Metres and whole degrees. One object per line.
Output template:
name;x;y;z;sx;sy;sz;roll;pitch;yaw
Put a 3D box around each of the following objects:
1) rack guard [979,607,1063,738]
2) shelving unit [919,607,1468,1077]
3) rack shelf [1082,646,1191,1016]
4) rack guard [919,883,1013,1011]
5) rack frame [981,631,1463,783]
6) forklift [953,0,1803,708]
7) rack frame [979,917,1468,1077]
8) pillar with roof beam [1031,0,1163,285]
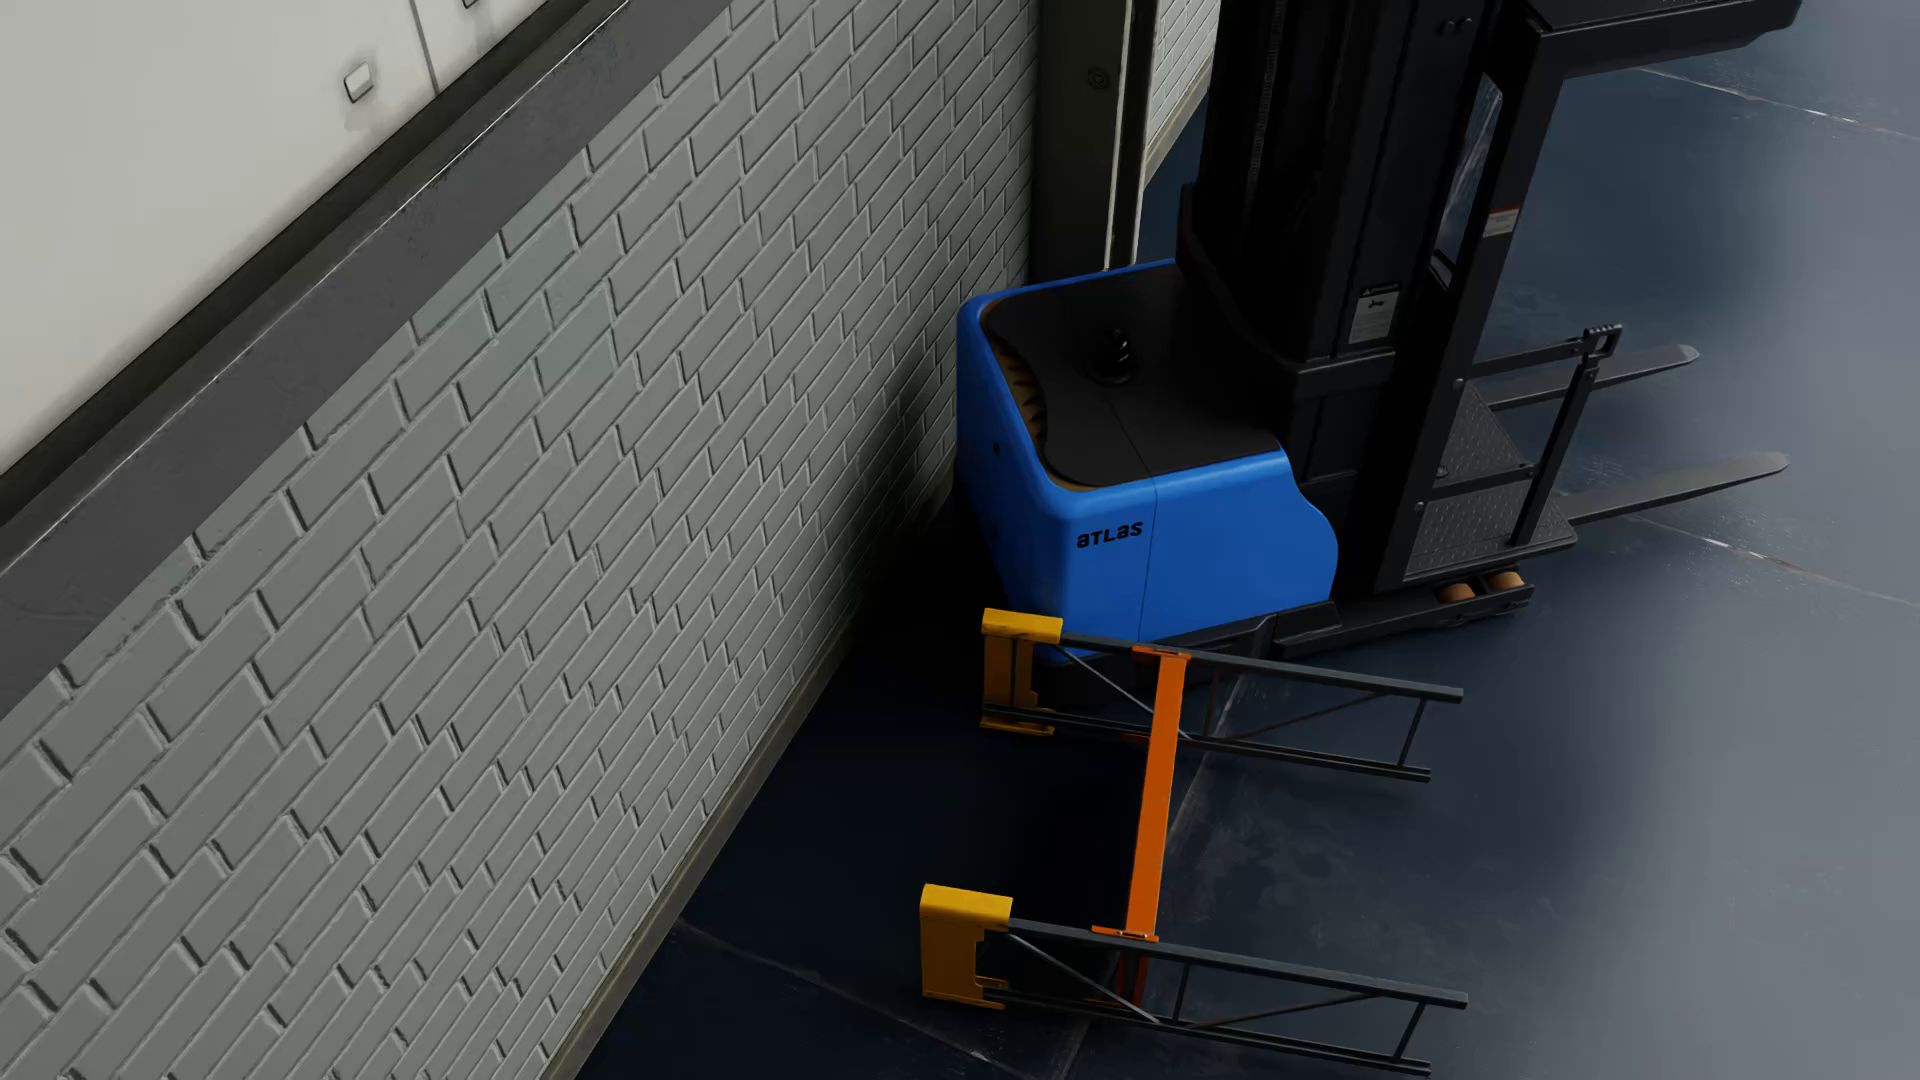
rack guard;0.197;0.444;5.470;0.250;0.587;0.087;8;50;7
shelving unit;0.722;0.903;5.080;1.500;0.587;1.083;8;50;7
rack shelf;0.543;0.885;5.095;0.185;0.538;1.000;8;50;7
rack guard;0.017;1.190;4.835;0.250;0.587;0.087;8;50;7
rack frame;0.812;0.528;5.398;1.500;0.500;0.032;8;50;7
forklift;1.550;-1.015;5.189;3.031;2.935;1.130;-12;51;-10
rack frame;0.629;1.290;4.750;1.500;0.500;0.032;8;50;7
pillar with roof beam;4.388;-2.351;2.342;9.100;9.000;0.400;20;52;16
